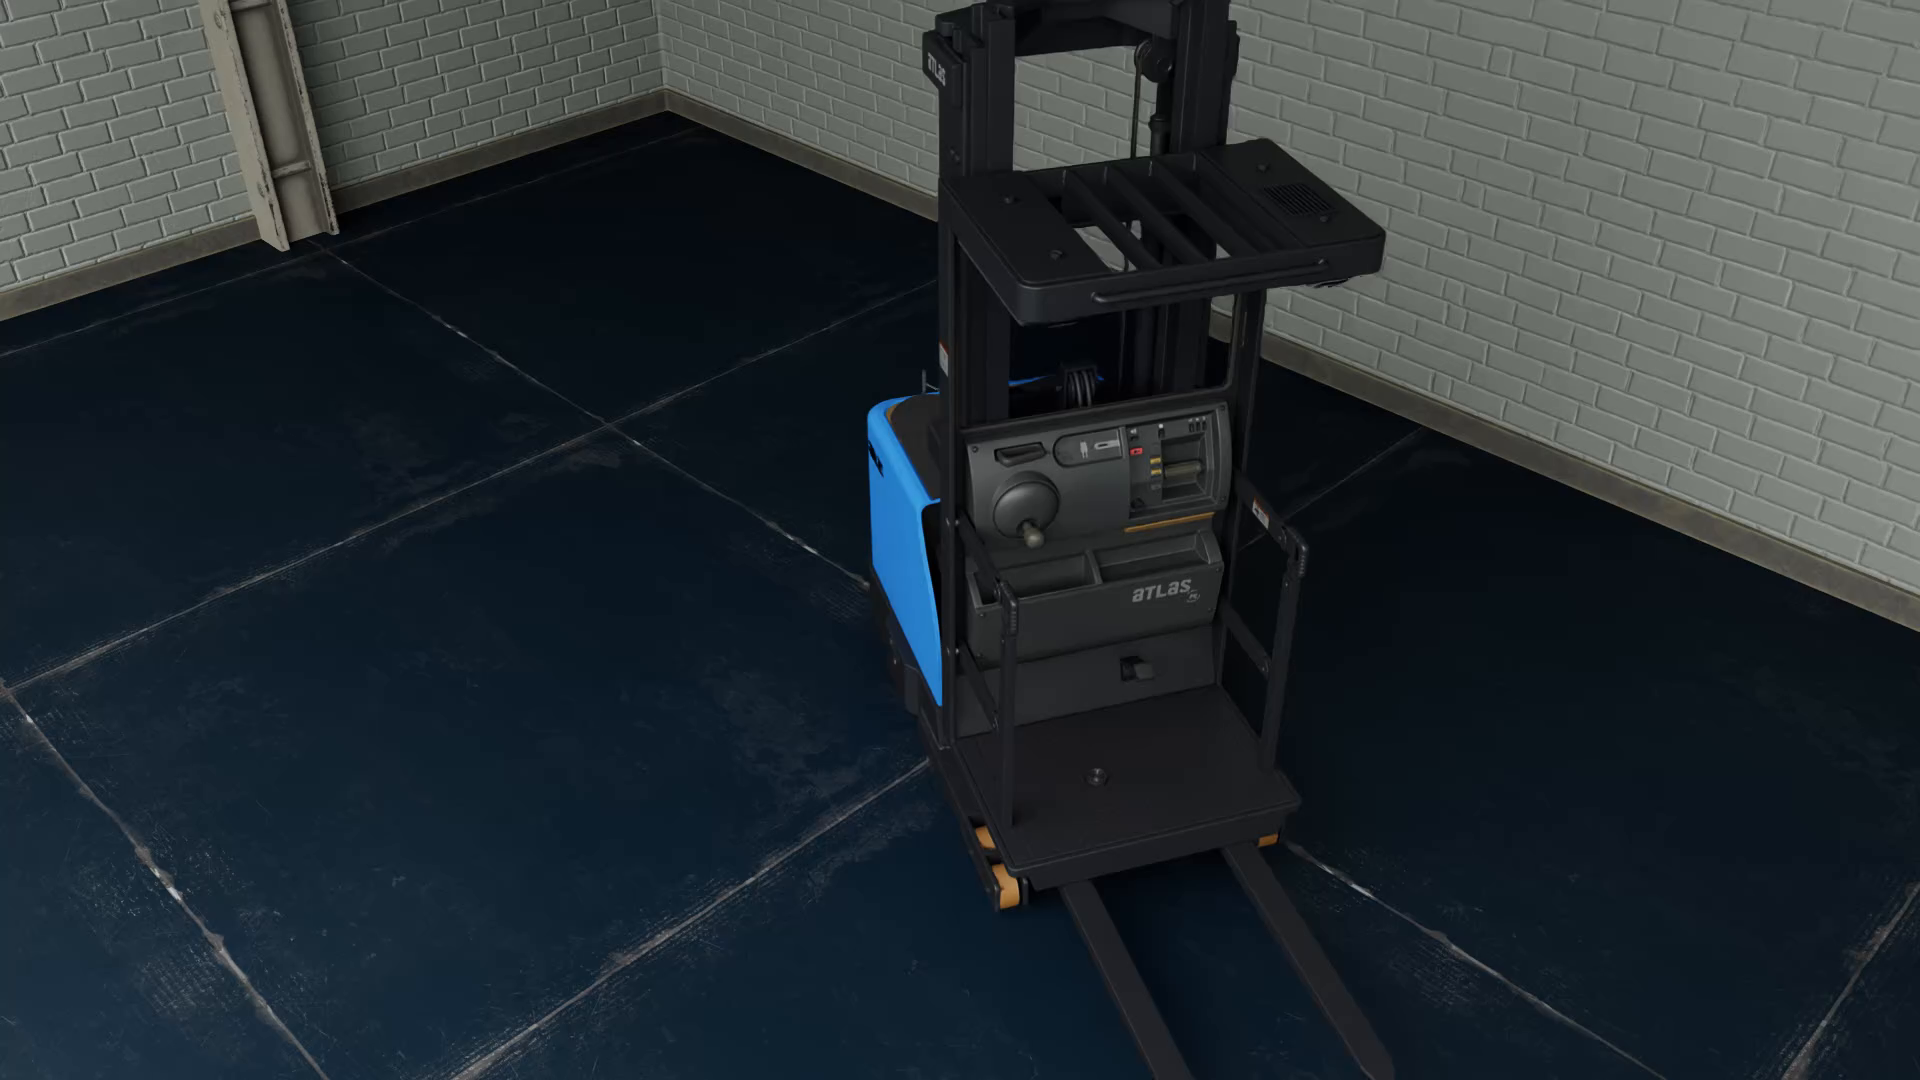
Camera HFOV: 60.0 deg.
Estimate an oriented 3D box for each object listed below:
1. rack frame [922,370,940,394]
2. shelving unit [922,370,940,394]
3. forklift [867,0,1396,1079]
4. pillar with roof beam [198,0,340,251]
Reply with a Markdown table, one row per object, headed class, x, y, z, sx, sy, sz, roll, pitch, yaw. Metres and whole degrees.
| class | x | y | z | sx | sy | sz | roll | pitch | yaw |
| --- | --- | --- | --- | --- | --- | --- | --- | --- | --- |
| rack frame | -0.077 | -0.325 | 7.429 | 0.240 | 0.900 | 0.006 | 30 | 45 | 35 |
| shelving unit | -0.006 | -0.366 | 7.488 | 0.258 | 0.900 | 0.210 | 30 | 45 | 35 |
| forklift | 0.543 | -0.157 | 5.413 | 1.130 | 2.935 | 3.031 | -10 | 36 | -14 |
| pillar with roof beam | -1.120 | -3.887 | 5.456 | 9.100 | 9.000 | 0.400 | 30 | 45 | 35 |
